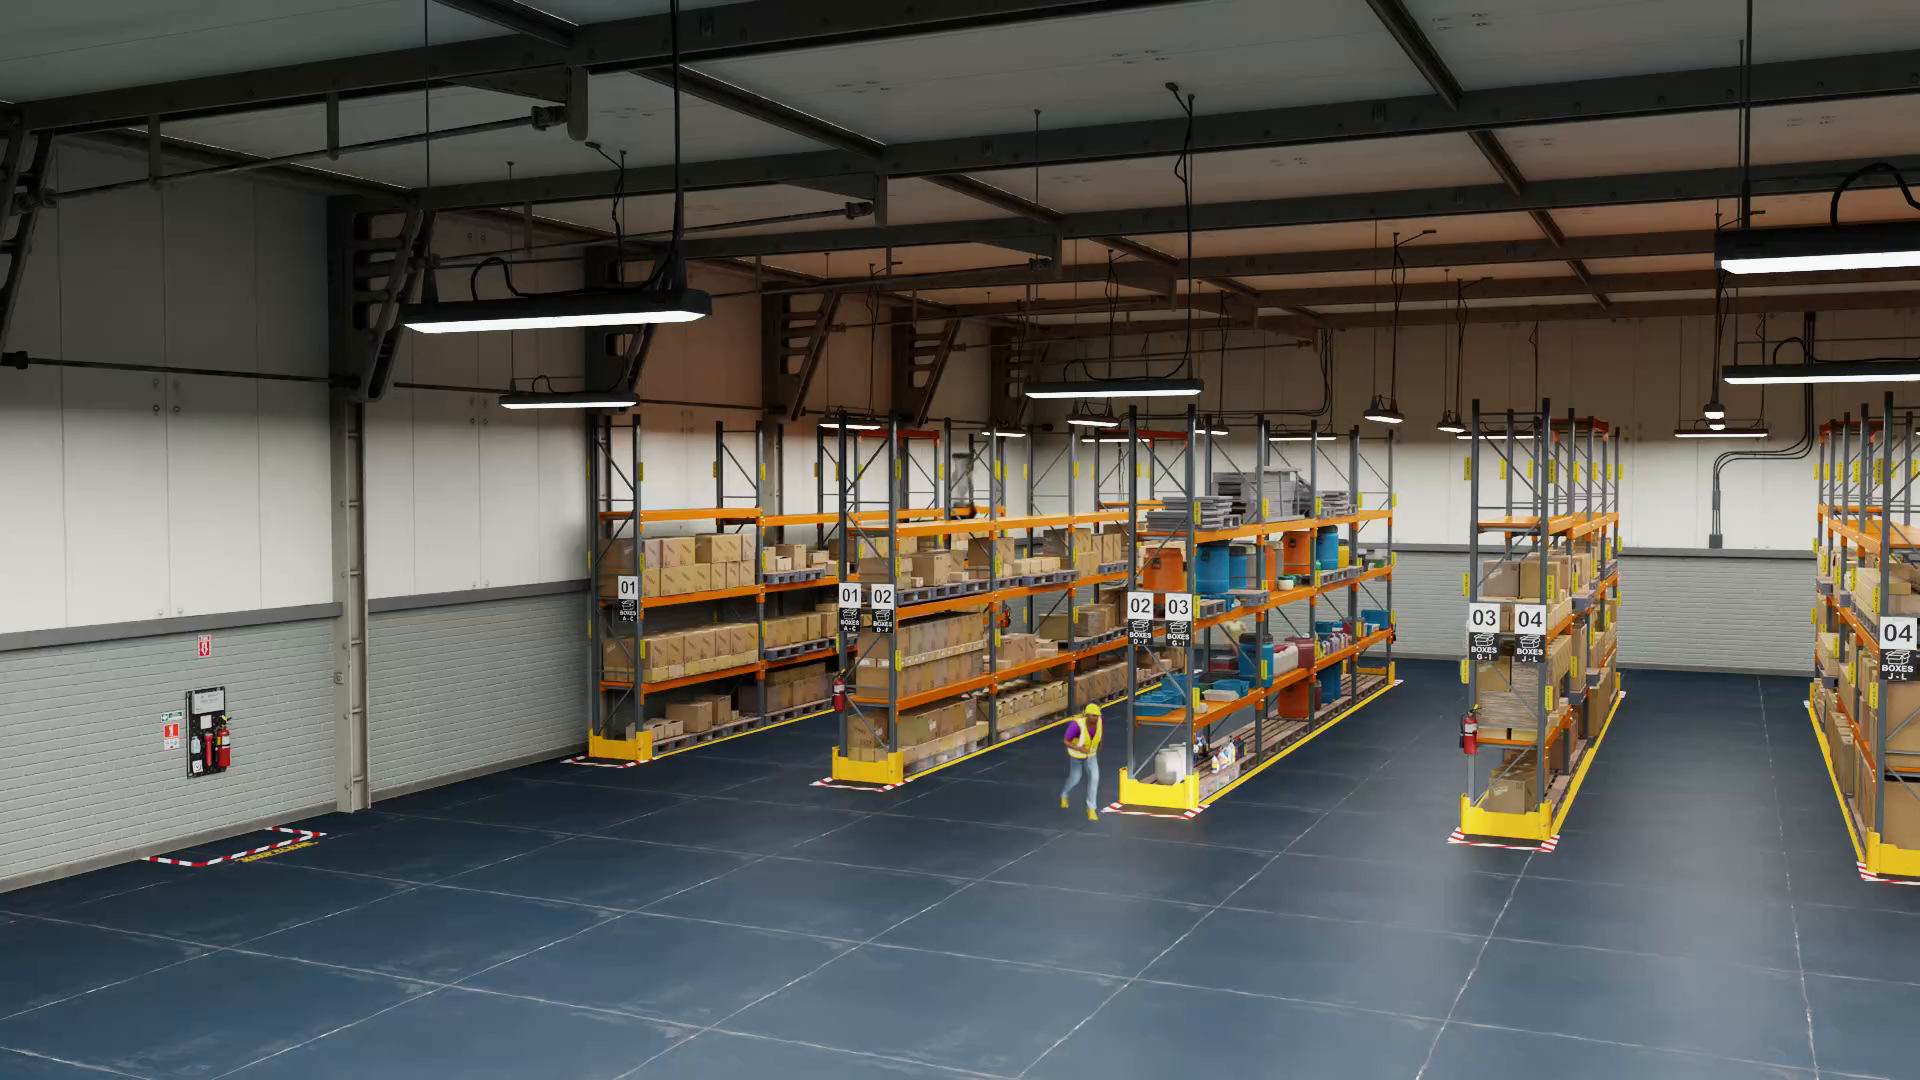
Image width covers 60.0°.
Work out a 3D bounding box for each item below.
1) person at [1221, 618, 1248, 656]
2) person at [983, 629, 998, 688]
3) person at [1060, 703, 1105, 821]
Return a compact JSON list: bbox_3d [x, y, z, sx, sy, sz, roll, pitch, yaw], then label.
[{"bbox_3d":[6.713,2.524,40.431,0.638,1.613,0.606,0,2,-12],"label":"person"},{"bbox_3d":[0.680,2.734,36.916,0.551,1.562,0.668,1,3,23],"label":"person"},{"bbox_3d":[1.763,3.189,24.197,0.745,1.710,1.048,-1,3,-27],"label":"person"}]
